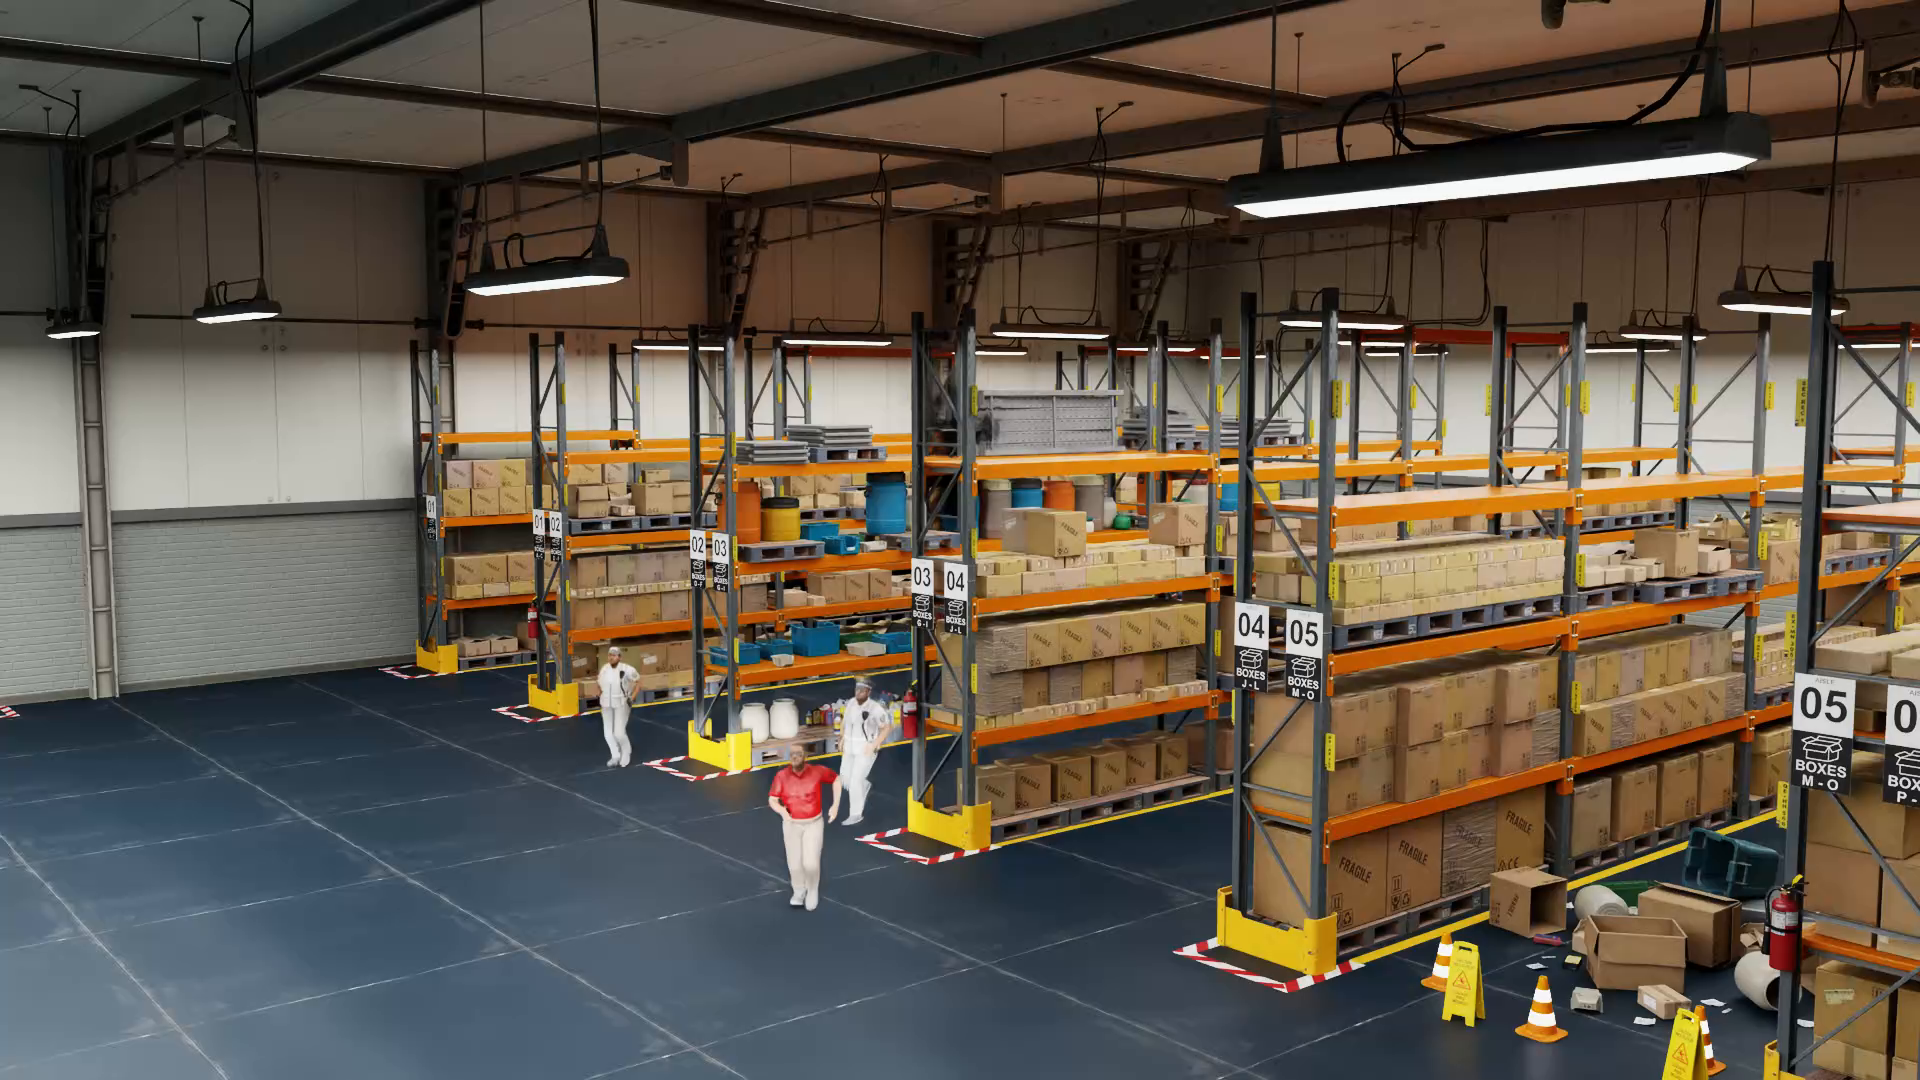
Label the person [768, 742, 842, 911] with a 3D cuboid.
[{"bbox_3d":[-1.525,2.805,16.242,0.679,1.680,0.831,1,5,6],"label":"person"}]

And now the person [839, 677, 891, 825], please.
[{"bbox_3d":[-1.128,2.499,19.802,0.694,1.791,0.677,3,6,31],"label":"person"}]

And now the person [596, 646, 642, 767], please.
[{"bbox_3d":[-4.658,2.265,22.502,0.605,1.653,0.559,1,5,12],"label":"person"}]
